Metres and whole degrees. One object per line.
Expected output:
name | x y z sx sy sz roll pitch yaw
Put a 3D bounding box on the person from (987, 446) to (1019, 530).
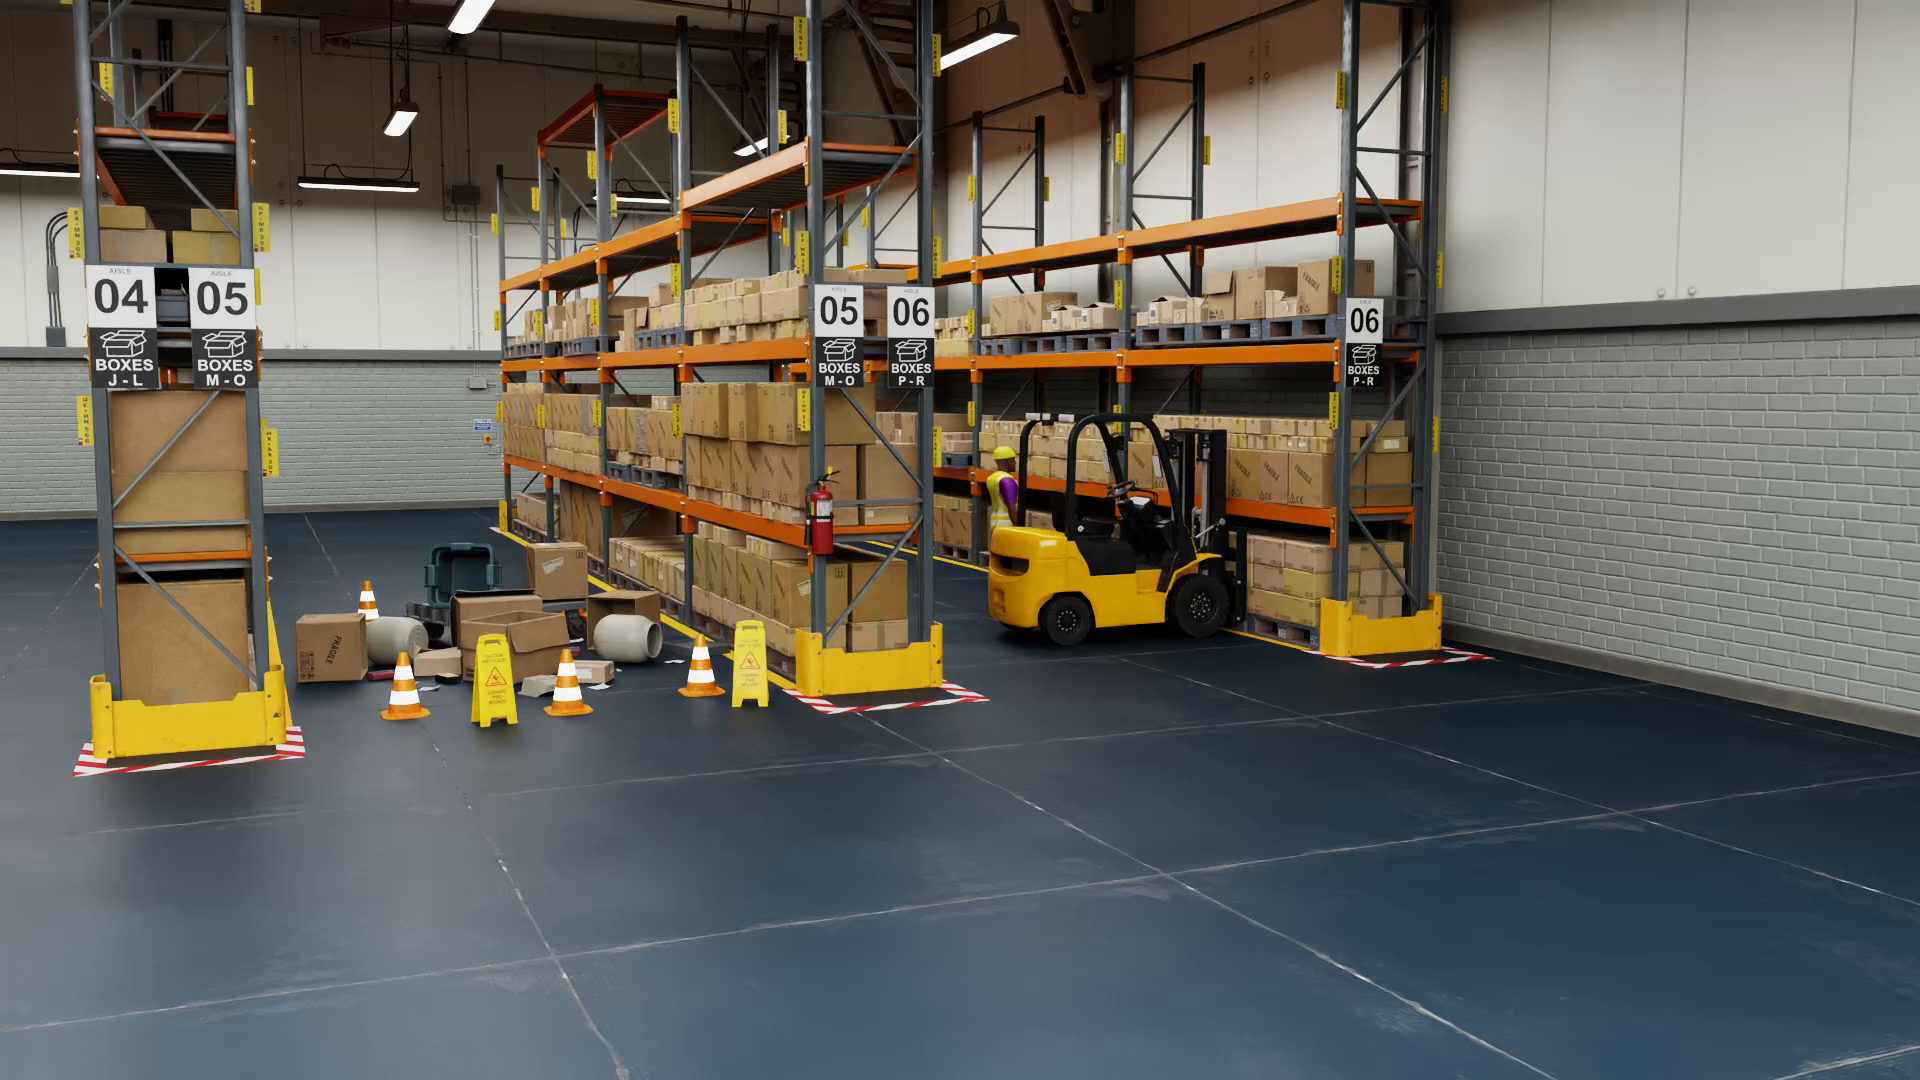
person | 0.503 -0.103 17.532 0.364 1.770 0.576 -2 6 -18
